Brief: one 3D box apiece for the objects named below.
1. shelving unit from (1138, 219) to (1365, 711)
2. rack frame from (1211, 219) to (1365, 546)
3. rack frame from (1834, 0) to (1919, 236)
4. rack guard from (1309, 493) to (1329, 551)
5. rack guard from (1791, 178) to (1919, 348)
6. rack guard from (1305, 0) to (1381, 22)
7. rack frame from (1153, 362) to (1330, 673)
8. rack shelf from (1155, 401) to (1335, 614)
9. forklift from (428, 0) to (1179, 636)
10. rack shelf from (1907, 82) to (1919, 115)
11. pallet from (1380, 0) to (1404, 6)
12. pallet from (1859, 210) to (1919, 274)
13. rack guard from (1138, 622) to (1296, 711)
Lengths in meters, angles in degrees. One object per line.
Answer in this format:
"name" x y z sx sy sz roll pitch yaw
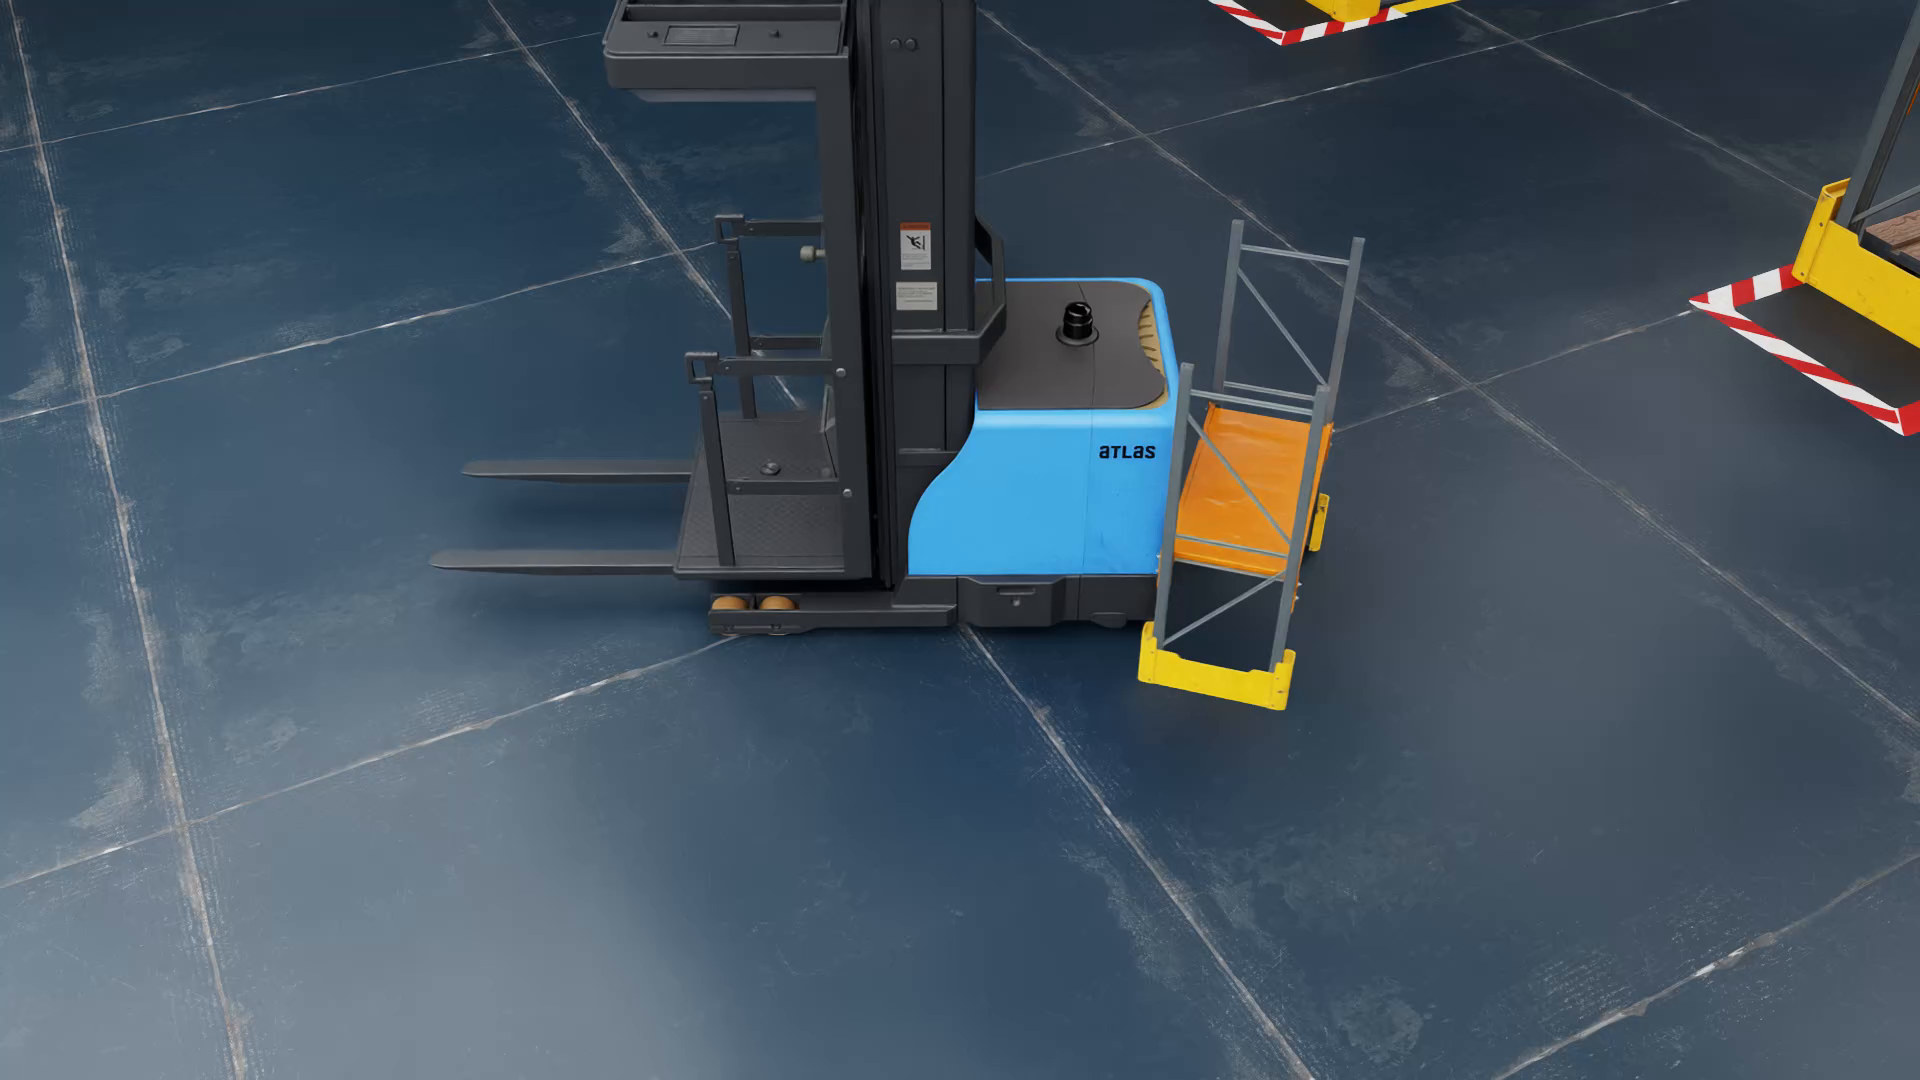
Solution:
"shelving unit" 1.139 -0.294 6.436 0.587 1.500 1.083 11 42 13
"rack frame" 1.285 -0.602 6.801 0.500 1.500 0.032 11 42 13
"rack frame" 4.823 -2.253 7.590 0.127 3.000 1.000 -19 44 -21
"rack guard" 1.284 -0.125 7.204 0.587 0.250 0.087 11 42 13
"rack guard" 4.869 -1.349 8.456 0.348 0.500 1.175 -19 44 -21
"rack guard" 2.517 -4.131 11.744 0.348 0.500 1.175 -19 44 -21
"rack frame" 0.988 0.026 6.059 0.500 1.500 0.032 11 42 13
"rack shelf" 1.136 -0.151 6.546 0.538 0.185 1.000 11 42 13
"forklift" -0.660 -1.071 6.246 3.031 2.935 1.130 0 40 0
"rack shelf" 6.597 -2.575 8.528 4.000 0.370 1.077 -19 44 -21
"pallet" 3.197 -4.281 12.143 1.213 0.211 1.003 -19 44 -21
"pallet" 5.592 -1.478 8.832 1.213 0.211 1.003 -19 44 -21
"rack guard" 0.993 0.491 6.477 0.587 0.250 0.087 11 42 13
